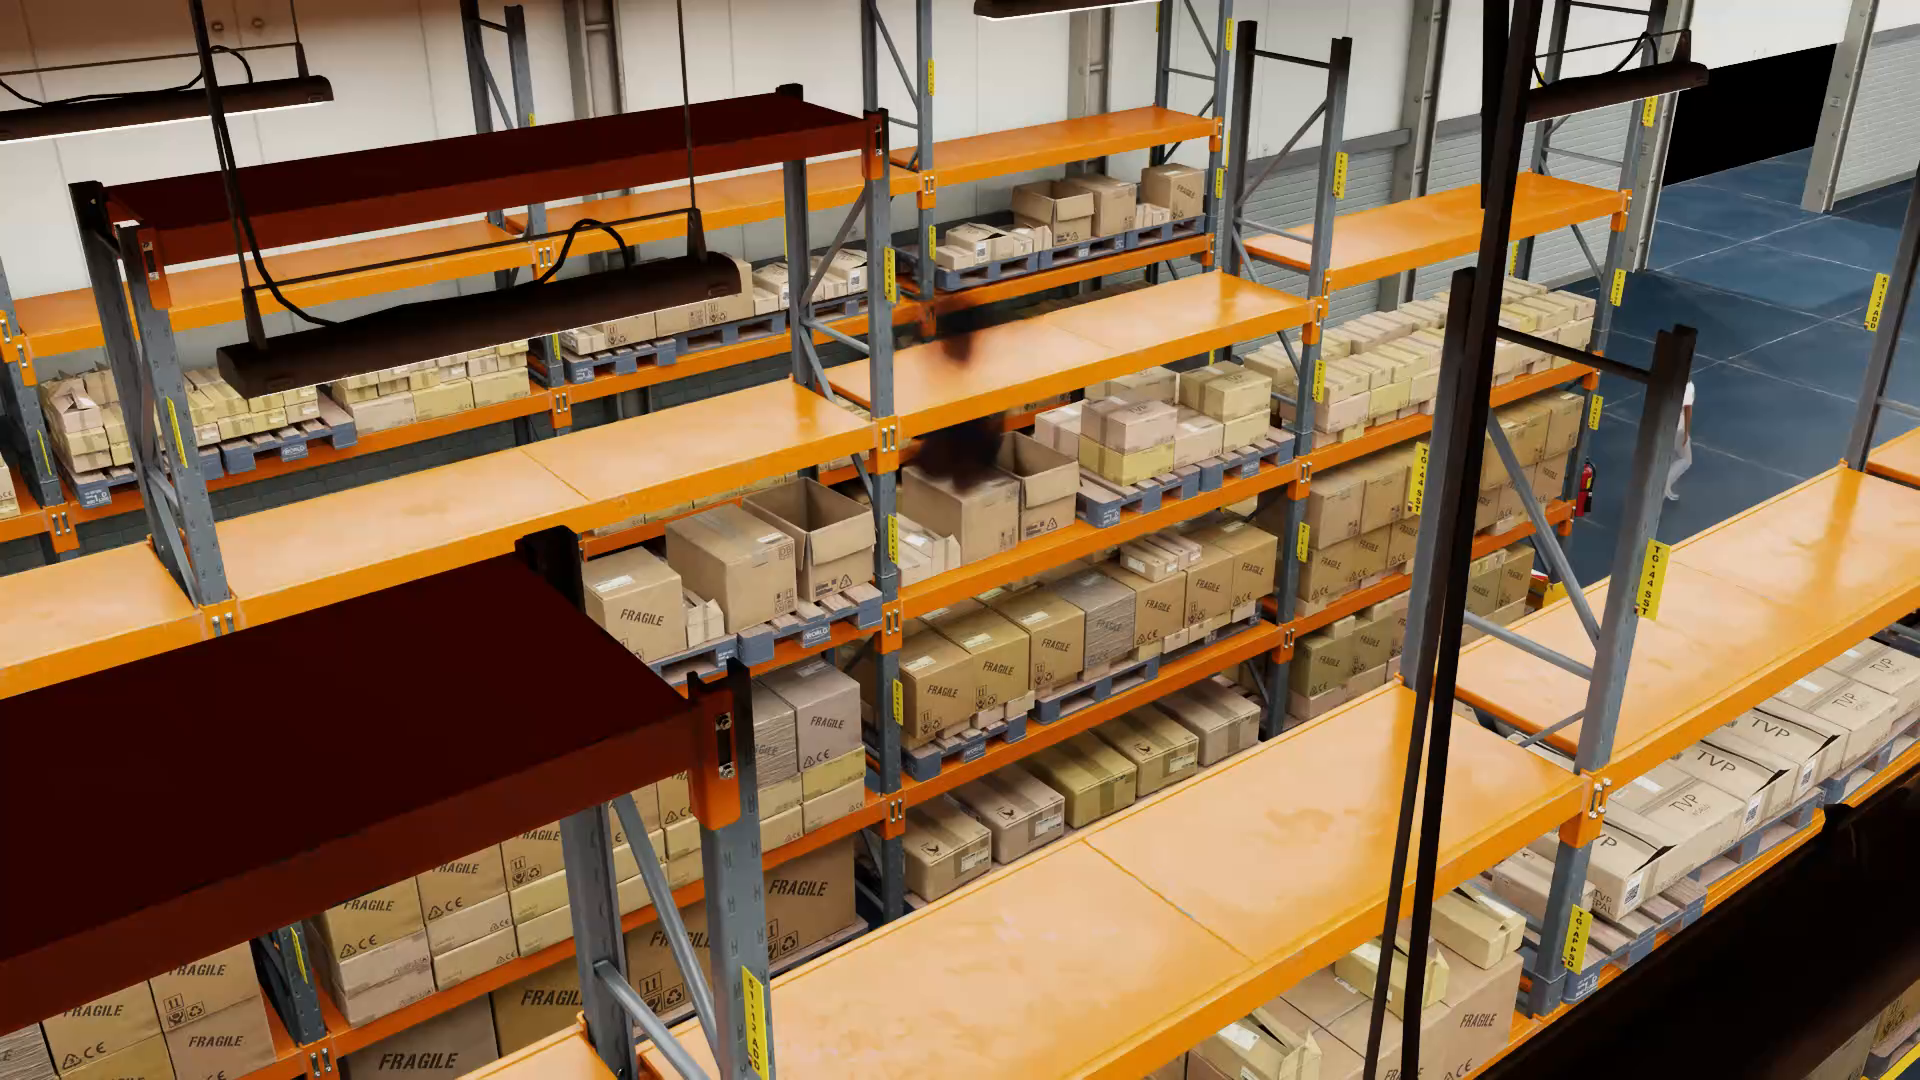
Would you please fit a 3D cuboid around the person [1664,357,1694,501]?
[{"bbox_3d":[8.055,-1.257,18.873,0.644,1.580,0.739,-17,31,-31],"label":"person"}]
